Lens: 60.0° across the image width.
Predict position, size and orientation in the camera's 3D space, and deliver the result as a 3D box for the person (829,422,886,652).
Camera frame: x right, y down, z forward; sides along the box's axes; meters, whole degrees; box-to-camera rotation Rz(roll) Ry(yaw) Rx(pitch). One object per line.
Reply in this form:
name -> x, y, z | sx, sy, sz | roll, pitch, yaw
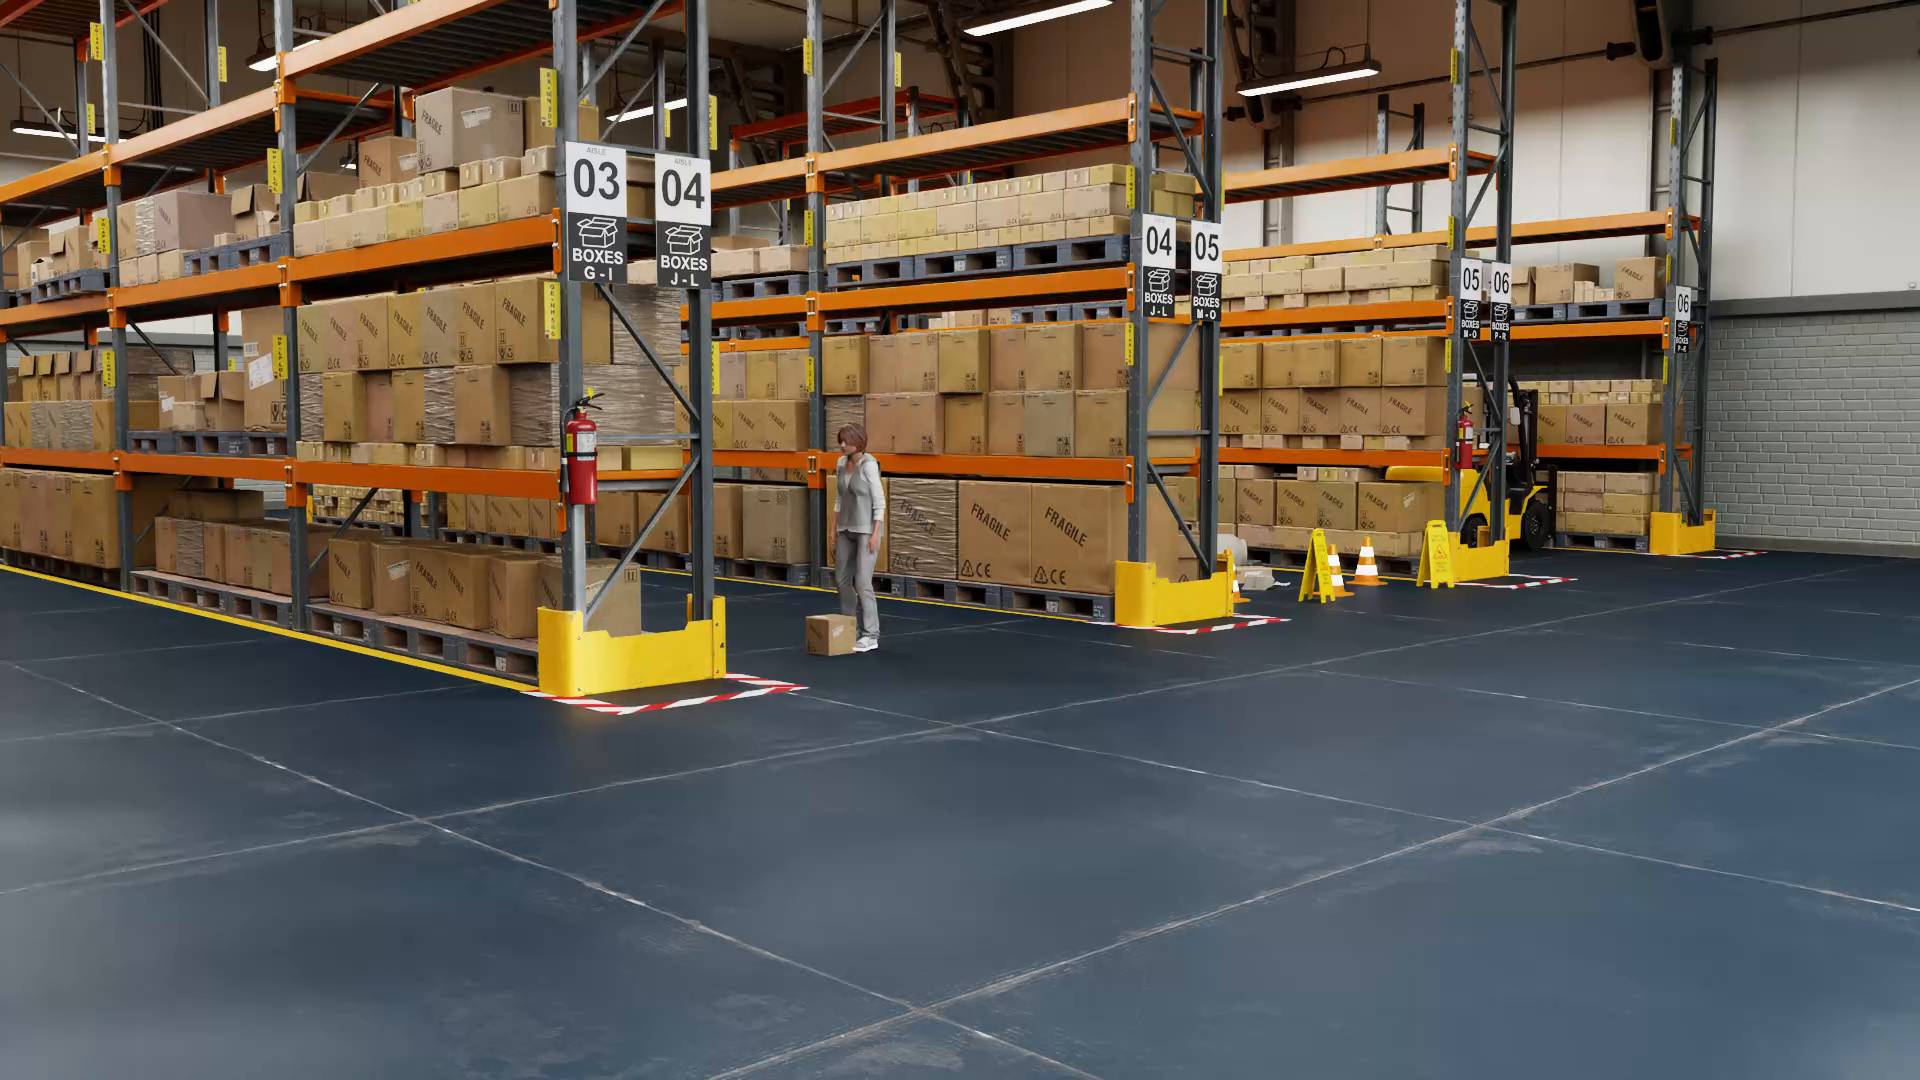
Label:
person -> -0.722, -0.026, 11.634 | 0.485, 1.594, 0.341 | 4, 6, 43
